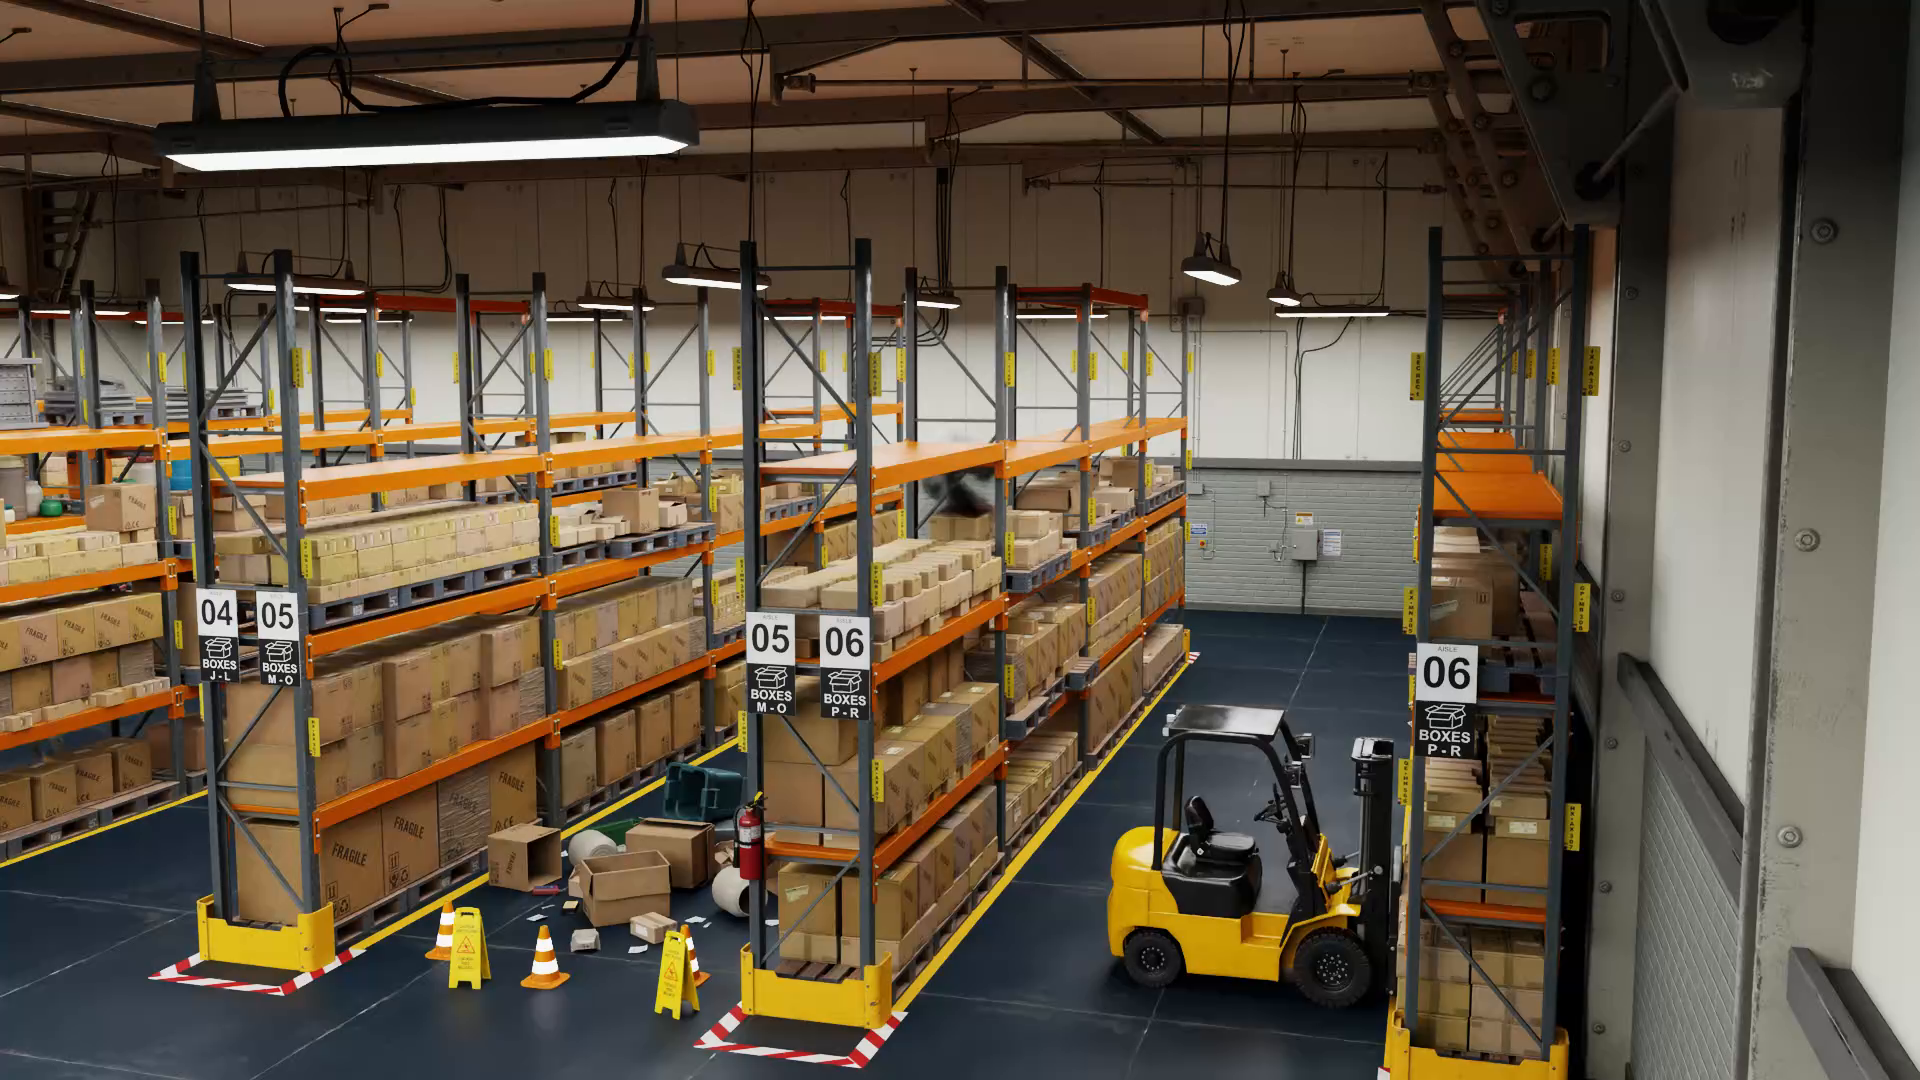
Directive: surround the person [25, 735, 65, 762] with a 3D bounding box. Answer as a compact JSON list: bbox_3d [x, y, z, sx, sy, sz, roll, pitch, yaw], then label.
[{"bbox_3d":[-11.255,2.050,20.371,0.574,1.690,0.666,0,6,3],"label":"person"}]
